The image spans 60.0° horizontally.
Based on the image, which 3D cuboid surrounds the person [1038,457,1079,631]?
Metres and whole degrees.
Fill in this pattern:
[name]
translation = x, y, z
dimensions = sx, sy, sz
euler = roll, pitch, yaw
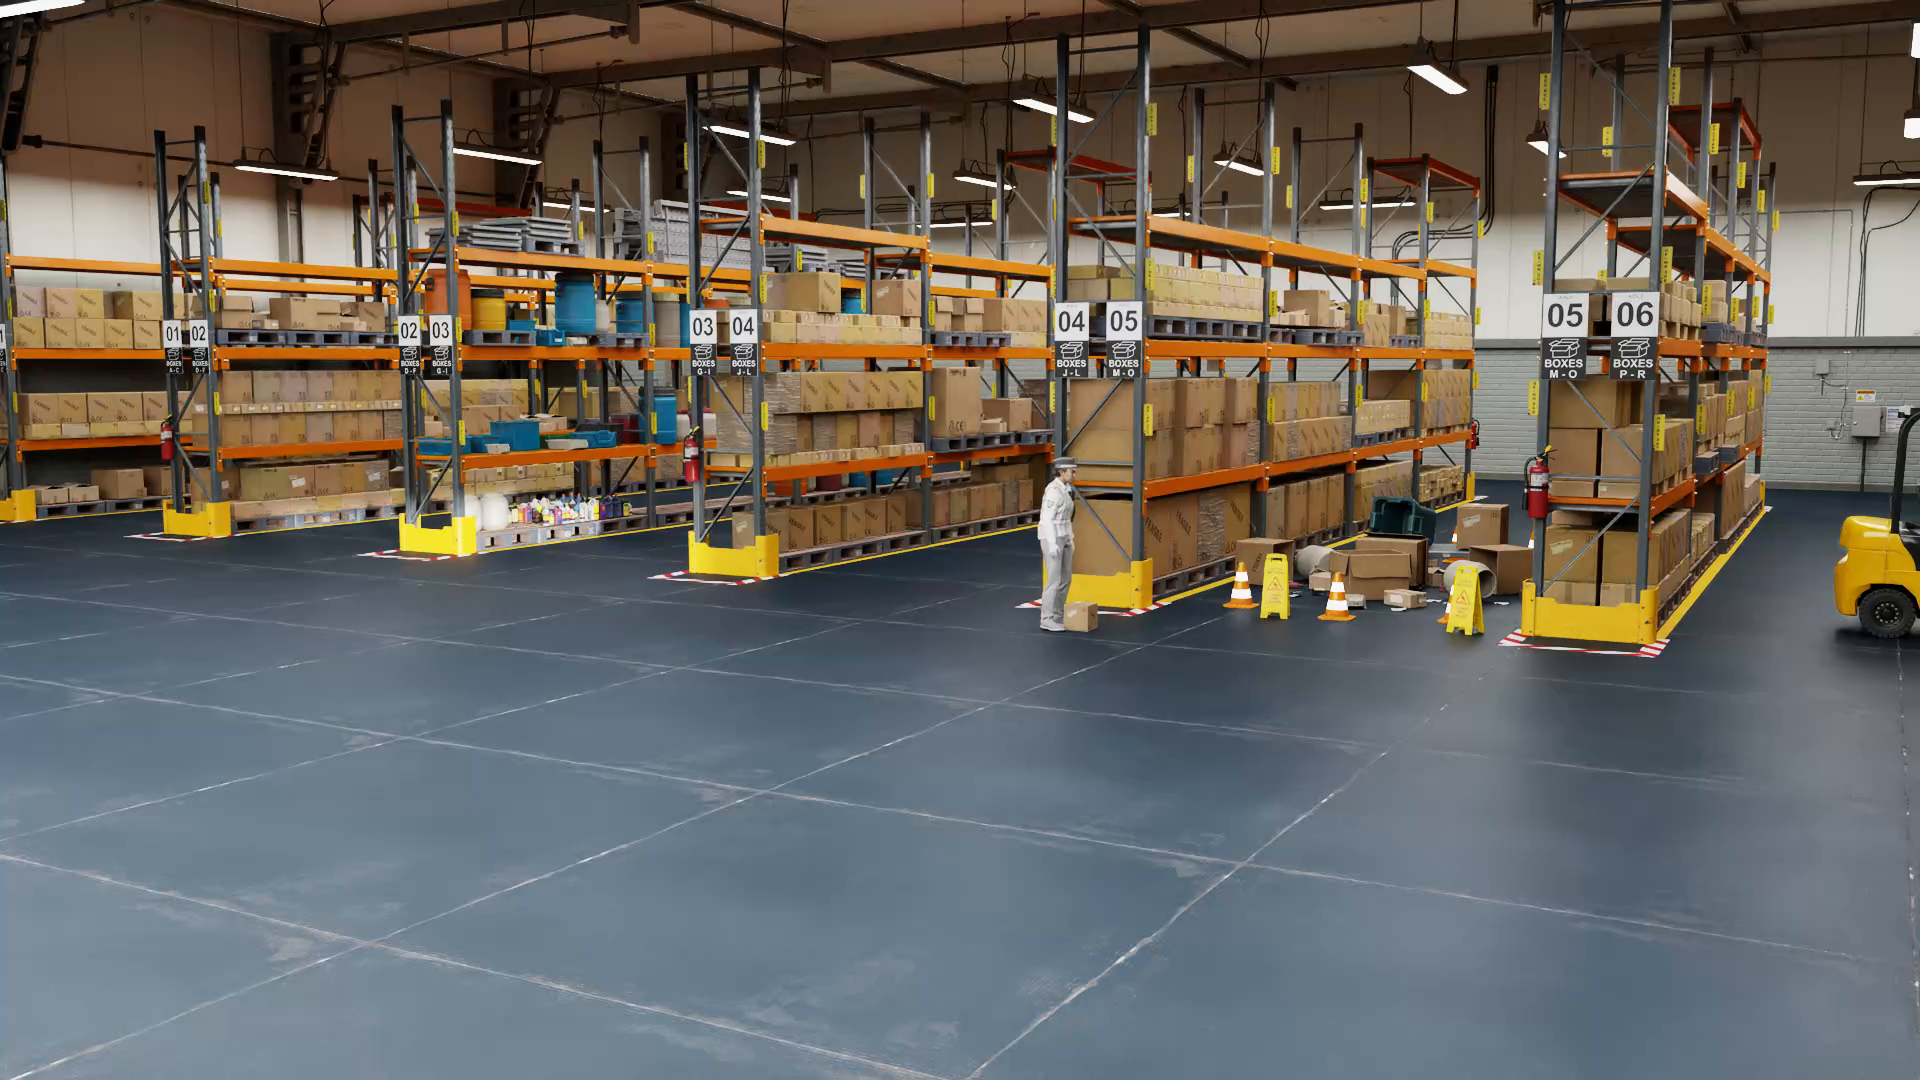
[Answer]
[person]
translation = 0.961, 0.025, 16.120
dimensions = 0.375, 1.664, 0.540
euler = 3, 7, 27
